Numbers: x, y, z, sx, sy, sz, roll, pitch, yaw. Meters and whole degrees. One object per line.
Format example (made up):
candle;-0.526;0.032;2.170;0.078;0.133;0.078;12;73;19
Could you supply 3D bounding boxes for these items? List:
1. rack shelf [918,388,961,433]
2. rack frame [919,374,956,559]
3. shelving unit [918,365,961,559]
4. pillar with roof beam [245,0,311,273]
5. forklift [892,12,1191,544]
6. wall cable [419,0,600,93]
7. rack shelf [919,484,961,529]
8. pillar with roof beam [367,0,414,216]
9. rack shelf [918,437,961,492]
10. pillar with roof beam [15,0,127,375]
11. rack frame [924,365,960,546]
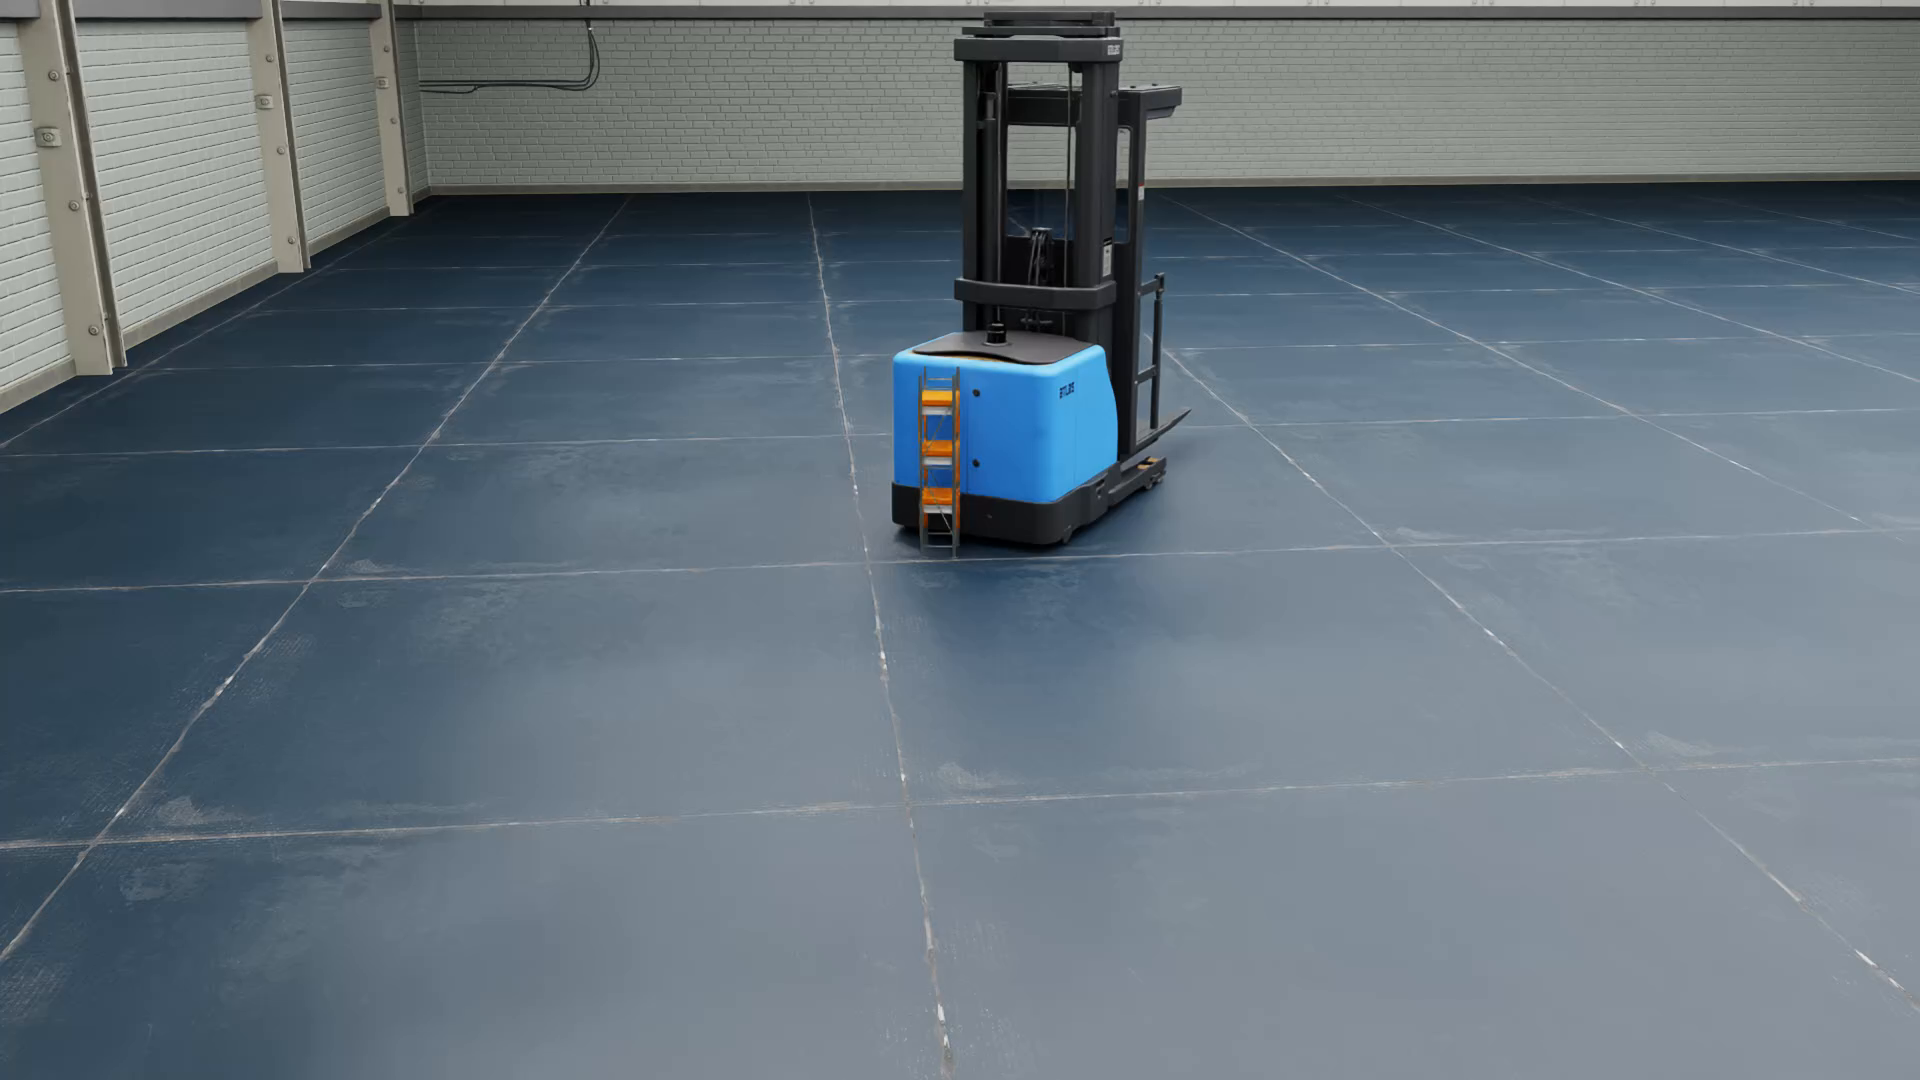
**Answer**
rack shelf;-0.113;-0.693;9.220;0.215;0.259;0.240;1;17;5
rack frame;-0.124;-0.396;9.185;0.200;1.050;0.008;1;17;5
shelving unit;-0.113;-0.432;9.301;0.215;1.050;0.252;1;17;5
pillar with roof beam;-3.748;-7.677;19.106;9.100;9.000;0.400;-2;18;-6
forklift;0.698;-1.770;10.422;1.130;2.935;3.031;8;19;25
wall cable;-7.638;-8.768;27.767;3.097;2.526;0.112;-2;18;-6
rack shelf;-0.113;-0.157;9.388;0.215;0.259;0.240;1;17;5
pillar with roof beam;-4.367;-9.464;24.800;9.100;9.000;0.400;-2;18;-6
rack shelf;-0.113;-0.422;9.305;0.215;0.259;0.240;1;17;5
pillar with roof beam;-3.129;-5.889;13.412;9.100;9.000;0.400;-2;18;-6
rack frame;-0.103;-0.469;9.417;0.200;1.050;0.008;1;17;5
